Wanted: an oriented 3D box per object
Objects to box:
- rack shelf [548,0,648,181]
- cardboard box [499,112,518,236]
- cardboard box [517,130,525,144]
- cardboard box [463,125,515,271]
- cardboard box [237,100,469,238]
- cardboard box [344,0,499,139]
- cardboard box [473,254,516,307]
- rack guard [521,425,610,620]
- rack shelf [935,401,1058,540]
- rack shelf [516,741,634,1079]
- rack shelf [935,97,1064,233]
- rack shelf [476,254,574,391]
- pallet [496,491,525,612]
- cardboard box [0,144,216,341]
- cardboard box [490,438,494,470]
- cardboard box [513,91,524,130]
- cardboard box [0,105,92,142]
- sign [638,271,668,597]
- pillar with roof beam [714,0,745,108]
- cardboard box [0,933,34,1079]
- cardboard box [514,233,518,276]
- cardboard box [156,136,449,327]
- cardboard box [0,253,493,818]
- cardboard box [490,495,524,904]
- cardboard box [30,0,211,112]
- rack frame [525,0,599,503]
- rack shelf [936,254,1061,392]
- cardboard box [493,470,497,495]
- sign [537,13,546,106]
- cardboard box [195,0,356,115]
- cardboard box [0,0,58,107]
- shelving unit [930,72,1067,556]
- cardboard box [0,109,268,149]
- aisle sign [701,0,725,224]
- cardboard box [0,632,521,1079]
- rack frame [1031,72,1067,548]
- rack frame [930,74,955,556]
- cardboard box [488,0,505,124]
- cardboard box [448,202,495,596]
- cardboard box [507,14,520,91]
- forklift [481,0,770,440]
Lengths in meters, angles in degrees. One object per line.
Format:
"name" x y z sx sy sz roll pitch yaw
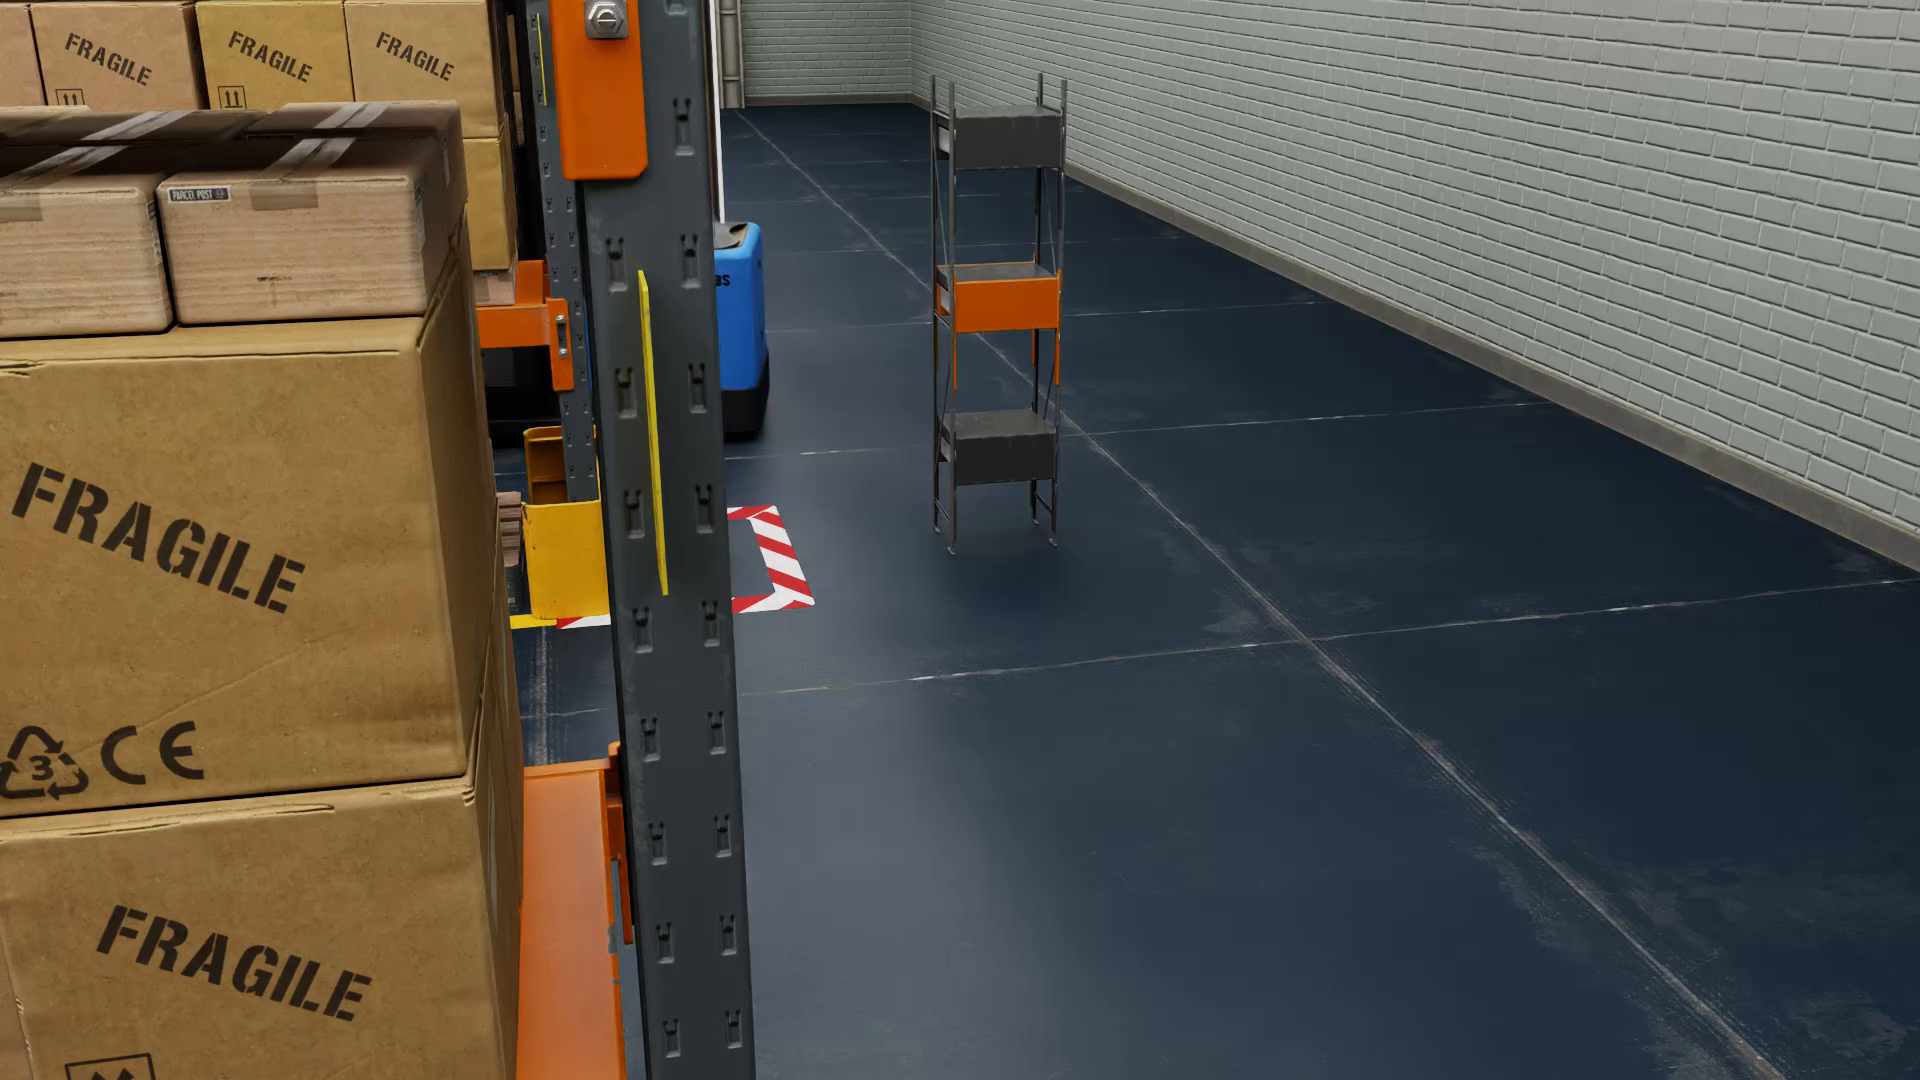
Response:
"rack shelf" -2.376 -0.550 1.639 4.000 0.370 1.077 -5 21 -12
"cardboard box" -2.168 -1.530 7.052 0.500 0.500 0.500 -4 20 -10
"cardboard box" -2.981 -2.698 11.184 0.250 0.149 0.380 -4 21 -11
"cardboard box" -2.045 -1.351 6.564 0.500 0.500 0.500 -4 21 -11
"cardboard box" -0.839 -0.523 2.339 0.250 0.149 0.380 -4 21 -11
"cardboard box" -2.055 -1.823 6.398 0.500 0.500 0.500 -5 21 -14
"cardboard box" -1.919 -1.048 6.679 0.250 0.149 0.380 -5 21 -12
"rack guard" -1.741 -0.106 7.378 0.348 0.500 1.175 -5 21 -12
"rack shelf" 0.161 -0.329 7.735 0.480 0.518 0.431 -5 21 -12
"rack shelf" -2.376 0.859 2.155 4.000 0.370 1.077 -5 21 -12
"rack shelf" 0.161 -1.644 7.253 0.480 0.518 0.431 -5 21 -12
"rack shelf" -3.614 -0.790 6.657 4.000 0.370 1.077 -5 21 -12
"pallet" -2.540 0.082 7.285 1.213 0.211 1.003 -5 21 -12
"cardboard box" -0.975 -0.335 1.825 0.250 0.149 0.380 -4 21 -11
"cardboard box" -2.236 -0.329 7.453 0.250 0.149 0.380 -4 20 -10
"cardboard box" -3.121 -2.897 11.147 0.500 0.250 0.500 -5 21 -13
"cardboard box" -1.357 -0.496 2.266 0.250 0.149 0.380 -4 20 -11
"sign" -0.318 -0.109 1.725 0.005 0.325 0.100 -5 21 -12
"pillar with roof beam" -2.711 -9.808 21.506 0.400 9.000 9.100 -5 21 -12
"cardboard box" -1.330 0.477 2.006 0.500 0.500 0.500 -5 21 -14
"cardboard box" -2.058 -1.252 7.238 0.250 0.149 0.380 -5 21 -13
"cardboard box" -0.733 -0.363 1.902 0.250 0.149 0.380 -4 21 -12
"cardboard box" -0.844 -0.036 1.953 0.500 0.500 0.500 -4 20 -11
"cardboard box" -0.963 0.258 2.605 0.500 0.500 0.500 -5 21 -13
"cardboard box" -3.052 -1.739 6.168 0.500 0.500 0.500 -4 20 -10
"rack frame" -1.667 -1.286 6.965 0.127 3.000 1.000 -5 21 -12
"rack shelf" 0.161 -0.986 7.494 0.480 0.518 0.431 -5 21 -12
"cardboard box" -2.251 -0.210 7.562 0.250 0.149 0.380 -4 21 -11
"sign" -1.559 -1.791 6.200 0.005 0.325 0.100 -5 21 -12
"cardboard box" -2.548 -1.783 6.289 0.500 0.500 0.500 -5 21 -14
"cardboard box" -3.566 -1.696 6.051 0.500 0.500 0.500 -5 21 -14
"shelving unit" 0.161 -0.999 7.489 0.503 2.100 0.431 -5 21 -12
"cardboard box" -1.078 -0.478 2.217 0.250 0.149 0.380 -4 21 -11
"aisle sign" -0.288 -0.760 1.749 0.004 0.787 0.394 -5 21 -12
"cardboard box" -0.838 0.443 2.100 0.500 0.500 0.500 -5 21 -12
"rack frame" 0.399 -1.018 7.542 0.015 2.100 0.400 -5 21 -12
"rack frame" -0.076 -0.980 7.436 0.015 2.100 0.400 -5 21 -12
"cardboard box" -2.165 -1.996 6.870 0.500 0.500 0.500 -5 21 -13
"cardboard box" -0.962 -0.211 2.431 0.500 0.500 0.500 -5 21 -14
"cardboard box" -3.124 -3.249 11.019 0.500 0.500 0.500 -4 21 -12
"forklift" -2.653 -2.067 9.197 3.031 2.935 1.130 -1 20 -3
